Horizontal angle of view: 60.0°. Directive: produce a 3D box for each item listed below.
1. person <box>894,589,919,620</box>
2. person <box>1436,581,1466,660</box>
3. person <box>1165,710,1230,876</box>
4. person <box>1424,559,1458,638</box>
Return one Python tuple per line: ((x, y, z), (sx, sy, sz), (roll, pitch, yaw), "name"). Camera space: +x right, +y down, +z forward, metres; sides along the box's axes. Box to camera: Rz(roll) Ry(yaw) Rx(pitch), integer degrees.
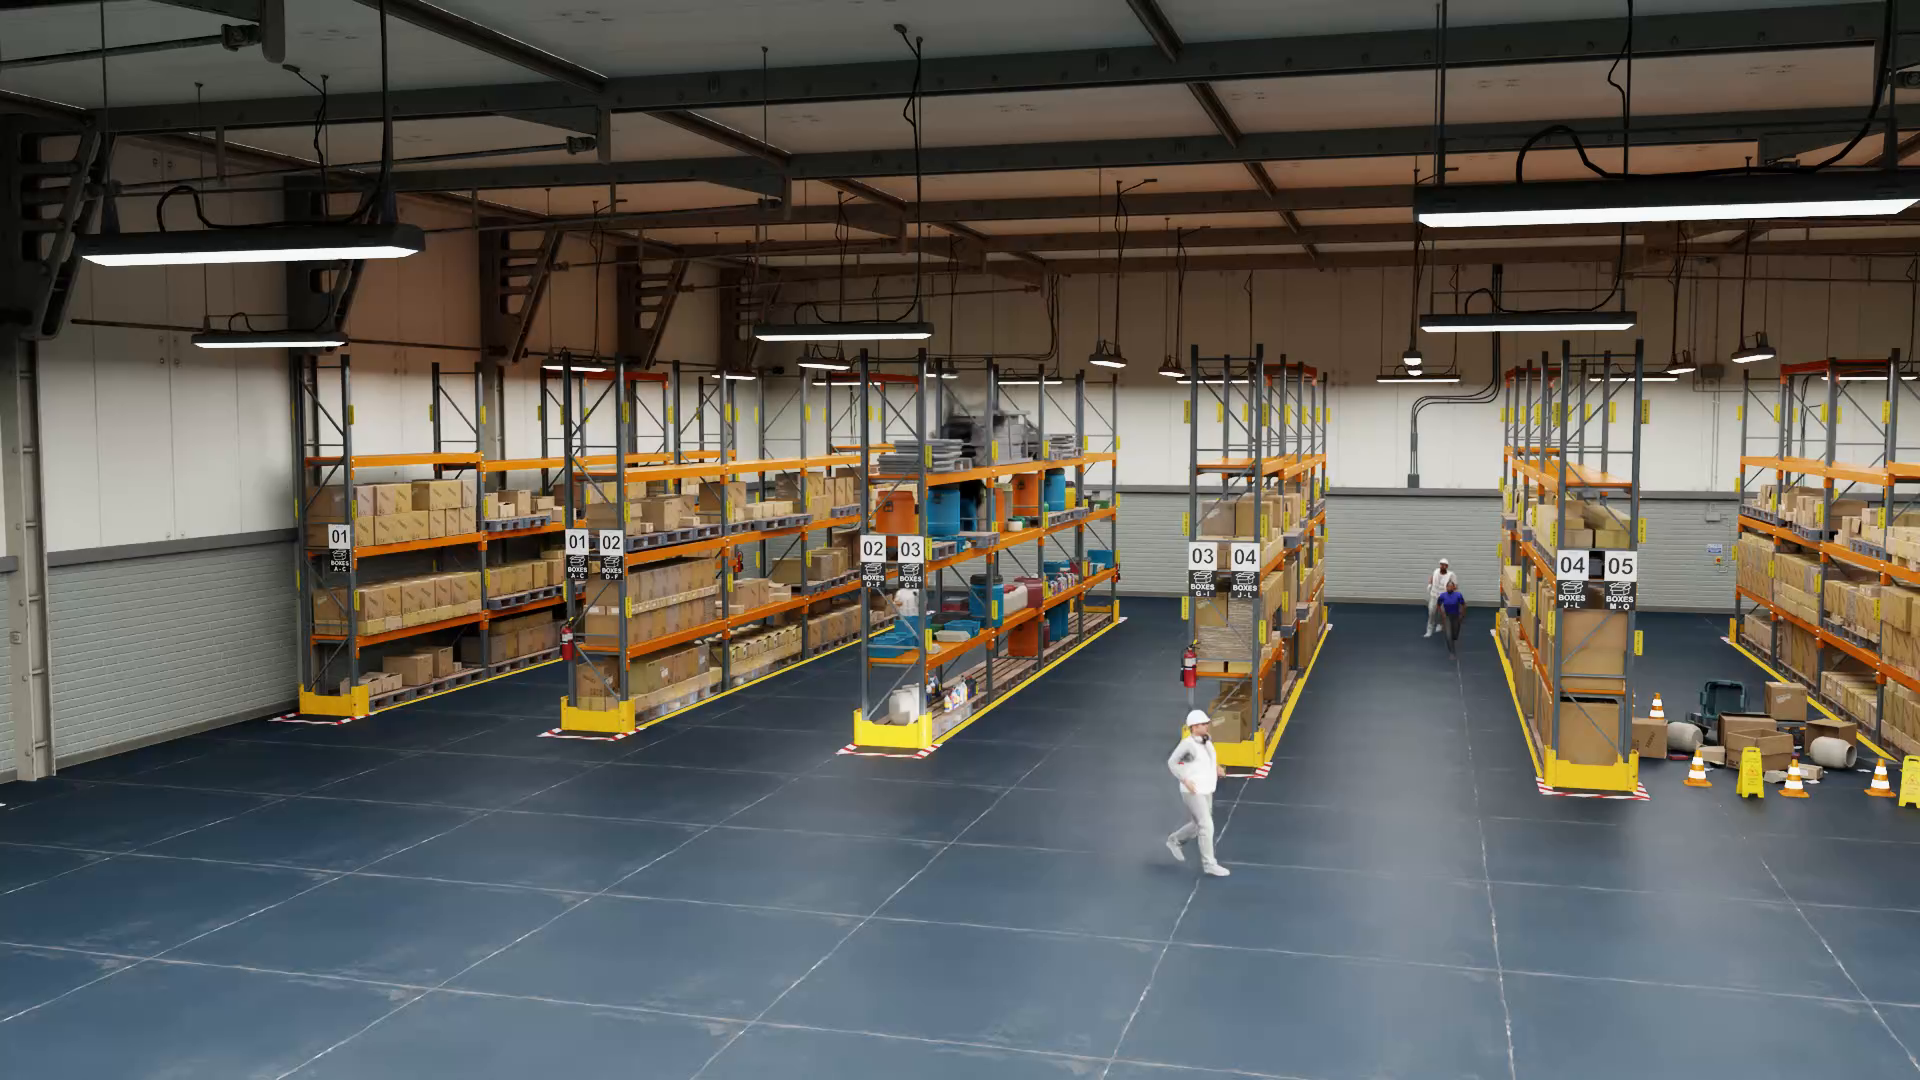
((-1.063, 1.596, 34.419), (0.573, 1.722, 0.816), (1, 4, 9), "person")
((10.129, 1.645, 34.383), (0.556, 1.631, 0.797), (1, 4, 11), "person")
((2.601, 2.740, 18.219), (0.844, 1.759, 0.671), (3, 5, 37), "person")
((10.931, 1.306, 37.688), (0.713, 1.776, 0.935), (3, 5, 34), "person")
